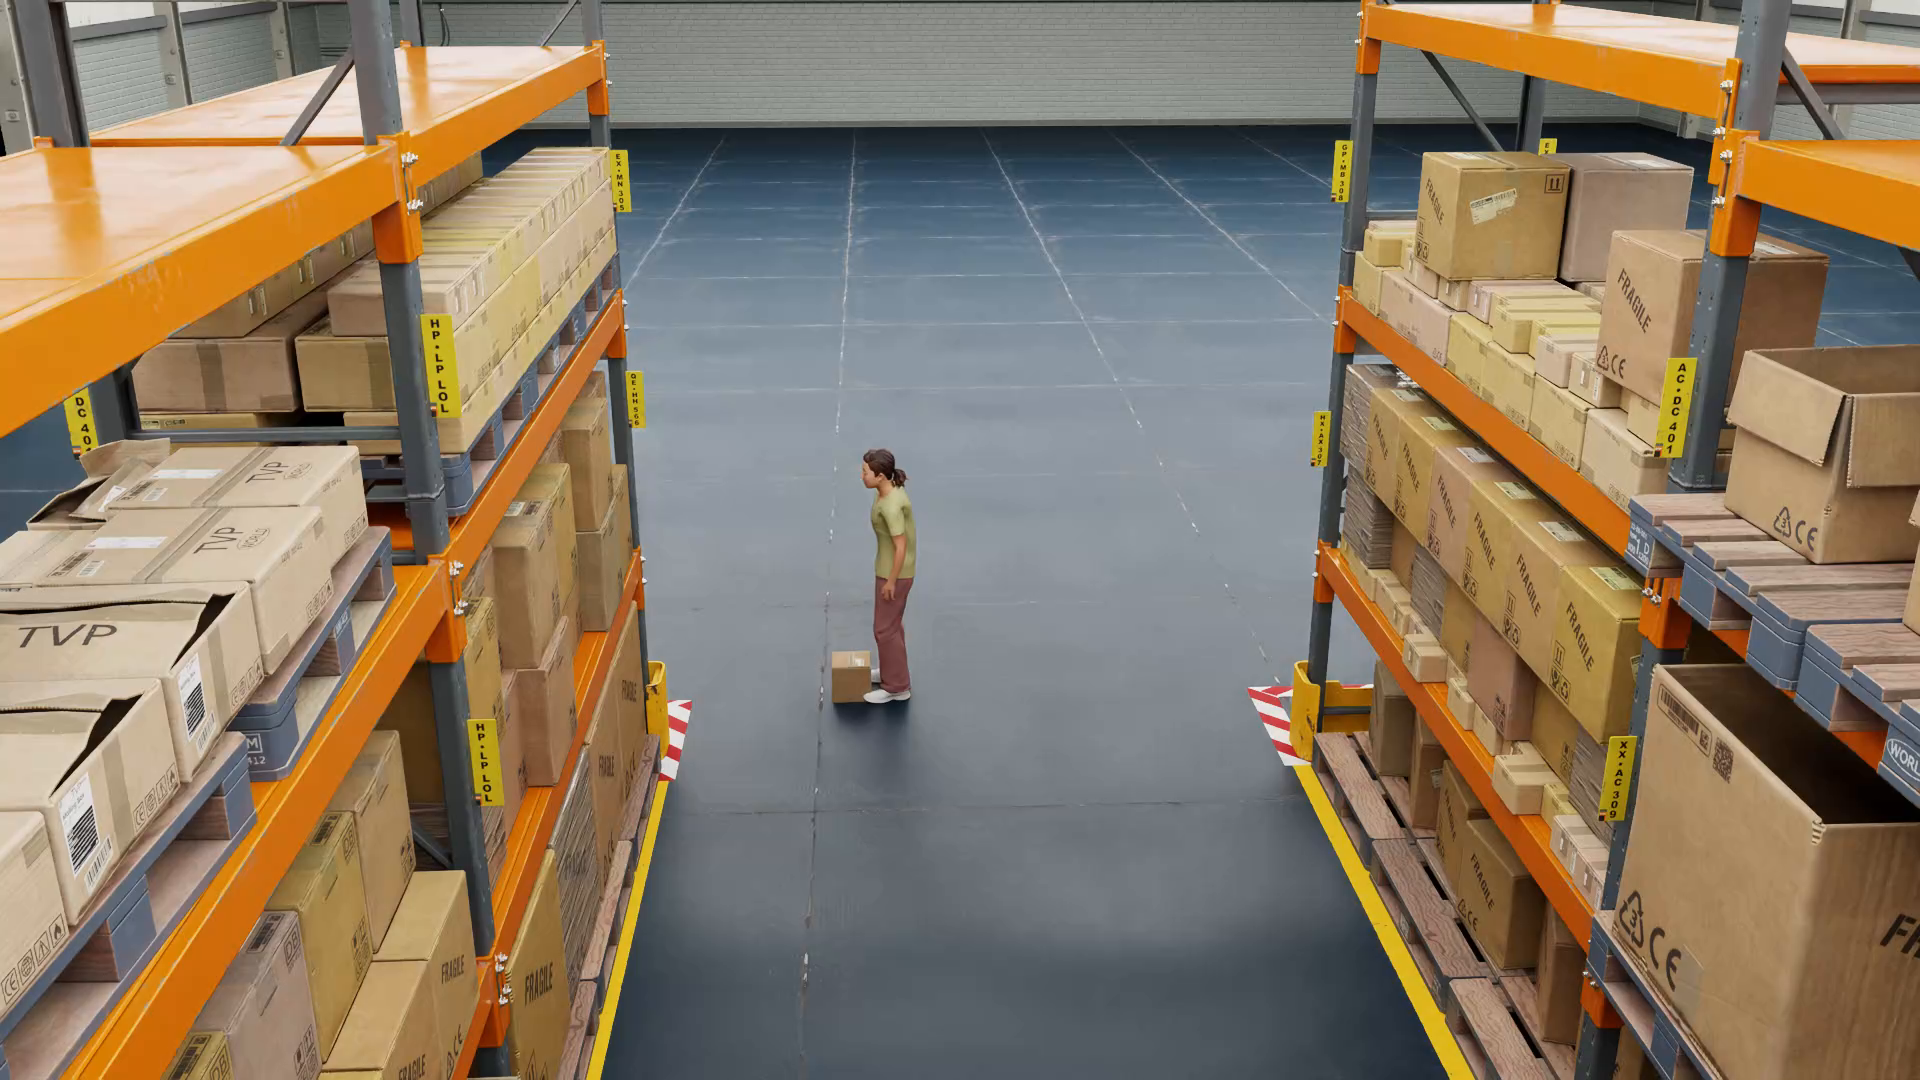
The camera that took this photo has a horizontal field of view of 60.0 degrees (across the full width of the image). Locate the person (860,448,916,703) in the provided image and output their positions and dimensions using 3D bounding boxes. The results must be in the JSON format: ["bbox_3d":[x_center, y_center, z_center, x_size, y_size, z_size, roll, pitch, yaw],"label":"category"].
[{"bbox_3d":[-0.456,0.212,10.512,0.358,1.673,0.520,-2,21,-6],"label":"person"}]
